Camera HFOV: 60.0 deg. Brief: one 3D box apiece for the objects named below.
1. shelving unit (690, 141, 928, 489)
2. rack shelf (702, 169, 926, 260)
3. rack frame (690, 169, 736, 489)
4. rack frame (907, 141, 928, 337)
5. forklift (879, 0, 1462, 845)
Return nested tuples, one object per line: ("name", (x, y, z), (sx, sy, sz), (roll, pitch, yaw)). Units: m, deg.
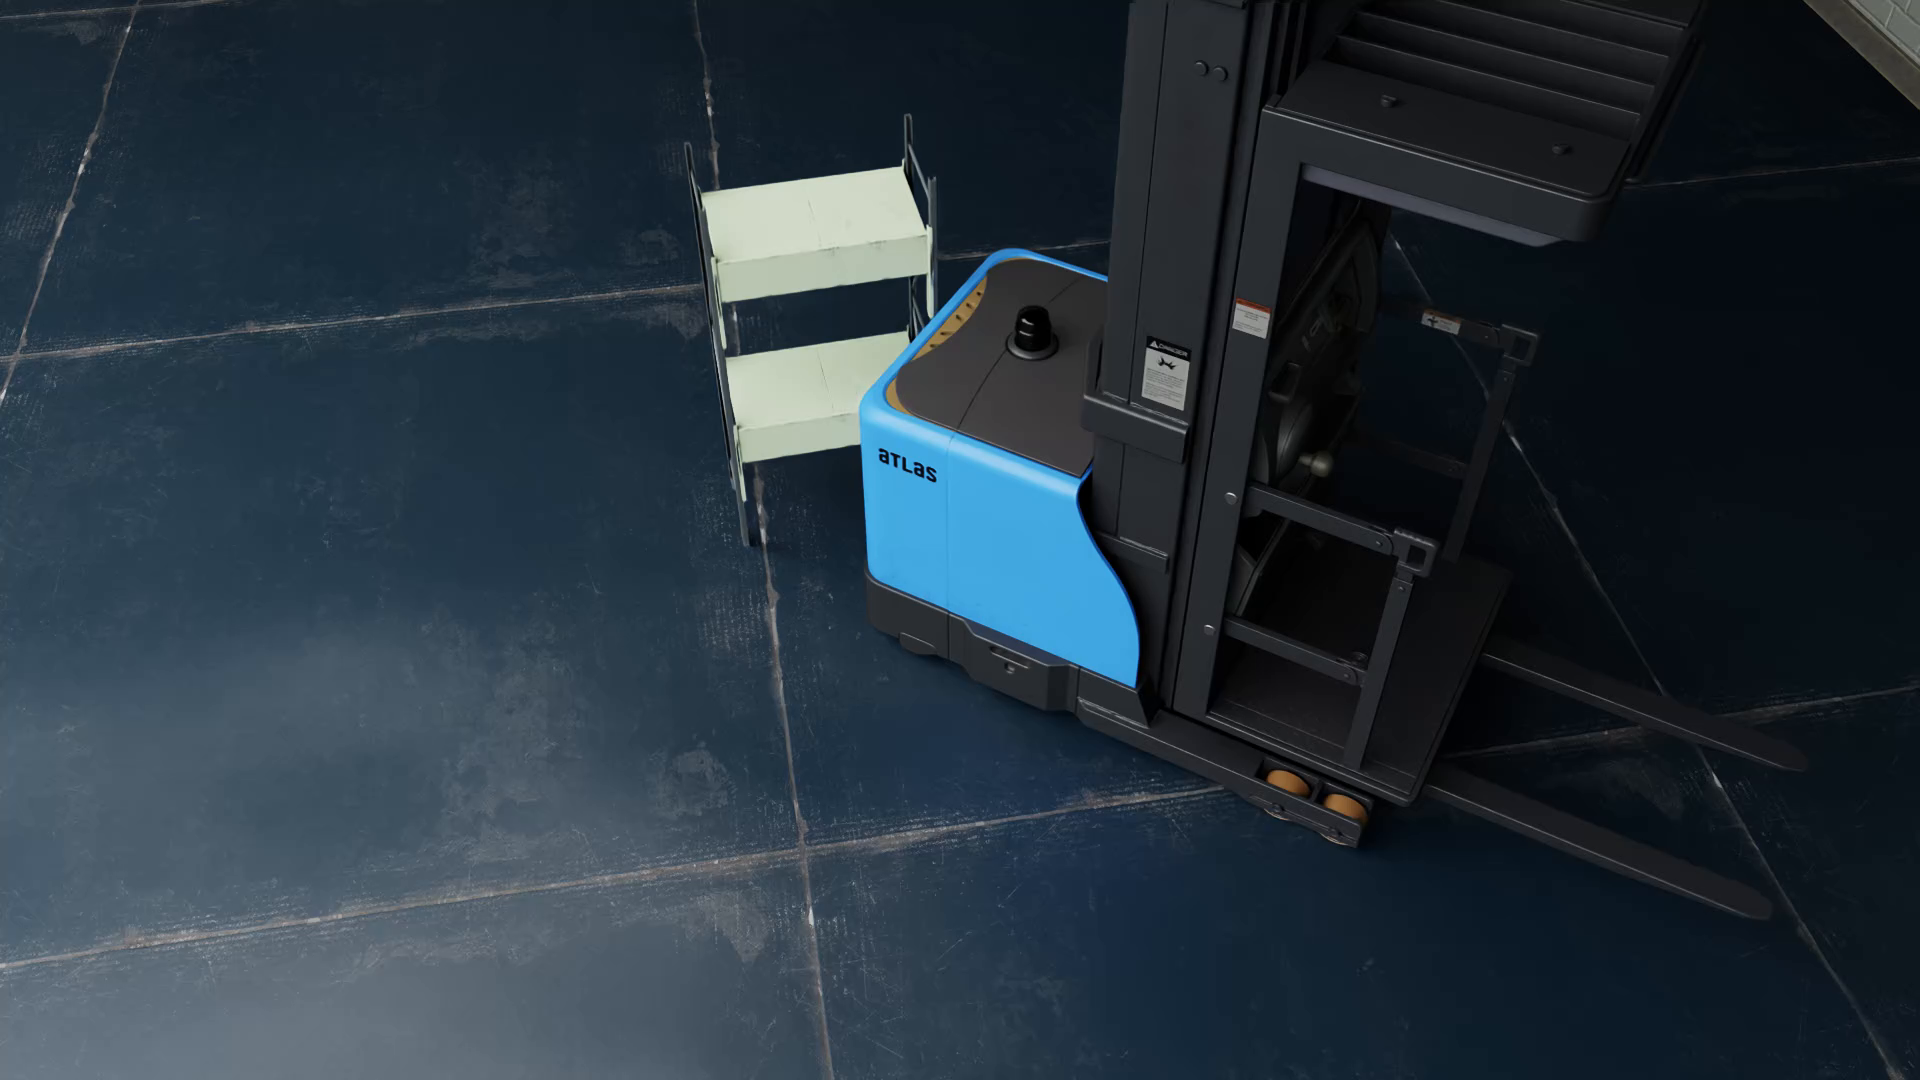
("shelving unit", (-0.487, -0.697, 5.880), (0.742, 1.308, 0.380), (-10, 47, -9))
("rack shelf", (-0.487, -1.059, 5.502), (0.686, 0.052, 0.368), (-10, 47, -9))
("rack frame", (-0.843, -0.636, 5.822), (0.010, 1.308, 0.380), (-10, 47, -9))
("rack frame", (-0.131, -0.758, 5.939), (0.010, 1.308, 0.380), (-10, 47, -9))
("forklift", (1.203, -0.480, 4.678), (3.031, 2.935, 1.109), (22, 50, 20))
